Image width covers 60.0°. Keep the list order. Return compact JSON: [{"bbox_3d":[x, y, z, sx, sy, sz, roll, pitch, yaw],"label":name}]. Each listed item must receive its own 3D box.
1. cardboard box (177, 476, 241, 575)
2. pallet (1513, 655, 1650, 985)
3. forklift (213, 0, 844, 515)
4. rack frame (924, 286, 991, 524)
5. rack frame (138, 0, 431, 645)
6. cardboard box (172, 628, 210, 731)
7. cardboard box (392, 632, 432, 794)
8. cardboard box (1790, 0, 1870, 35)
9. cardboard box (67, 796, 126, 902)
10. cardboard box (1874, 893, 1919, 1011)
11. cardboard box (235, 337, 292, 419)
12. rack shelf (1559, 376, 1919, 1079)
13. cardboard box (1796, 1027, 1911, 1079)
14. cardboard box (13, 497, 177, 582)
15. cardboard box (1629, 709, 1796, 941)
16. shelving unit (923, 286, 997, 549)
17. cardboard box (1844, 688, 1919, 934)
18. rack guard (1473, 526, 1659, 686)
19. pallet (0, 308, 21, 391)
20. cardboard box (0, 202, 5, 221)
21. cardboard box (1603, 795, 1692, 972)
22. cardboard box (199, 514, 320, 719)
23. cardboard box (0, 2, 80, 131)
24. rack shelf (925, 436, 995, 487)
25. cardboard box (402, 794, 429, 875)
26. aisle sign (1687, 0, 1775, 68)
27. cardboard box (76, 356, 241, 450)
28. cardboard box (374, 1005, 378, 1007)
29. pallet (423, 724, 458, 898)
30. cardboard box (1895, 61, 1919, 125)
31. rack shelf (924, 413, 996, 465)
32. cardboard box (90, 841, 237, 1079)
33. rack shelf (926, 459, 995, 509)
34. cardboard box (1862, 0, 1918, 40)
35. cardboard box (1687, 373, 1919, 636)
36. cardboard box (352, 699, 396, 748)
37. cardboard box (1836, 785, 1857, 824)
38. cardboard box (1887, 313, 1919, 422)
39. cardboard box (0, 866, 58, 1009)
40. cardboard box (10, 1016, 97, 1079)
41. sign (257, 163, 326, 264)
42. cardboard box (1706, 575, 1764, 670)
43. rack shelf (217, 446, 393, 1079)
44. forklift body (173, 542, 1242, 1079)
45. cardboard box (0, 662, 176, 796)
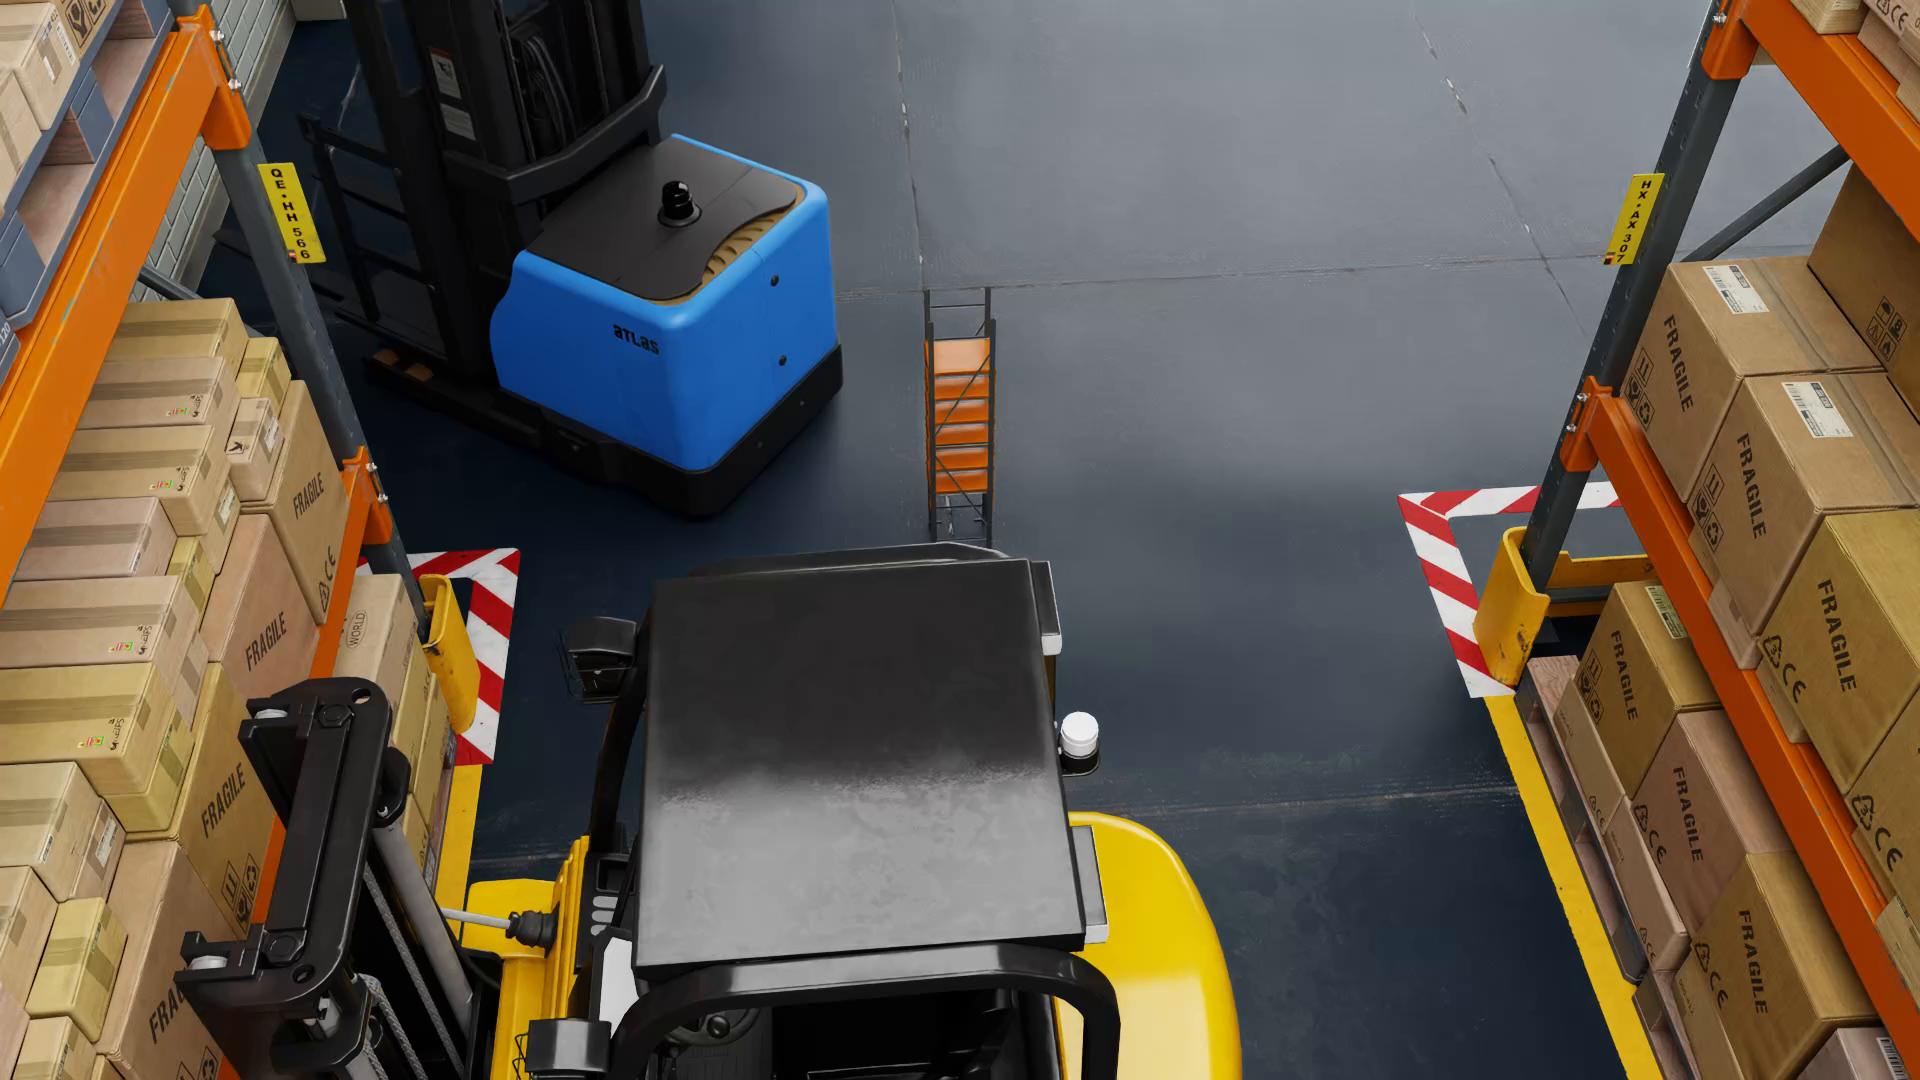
[{"bbox_3d":[-2.059,-0.041,4.207,0.380,0.149,0.250,-3,47,-3],"label":"cardboard box"},{"bbox_3d":[2.606,0.907,5.745,1.003,0.211,1.213,-3,47,-3],"label":"pallet"},{"bbox_3d":[-2.039,-1.923,6.552,3.031,2.935,1.130,24,51,21],"label":"forklift"},{"bbox_3d":[-0.009,-0.489,6.387,0.240,1.200,0.006,-3,47,-3],"label":"rack frame"},{"bbox_3d":[-2.379,-0.392,5.055,1.000,3.000,0.127,-3,47,-3],"label":"rack frame"},{"bbox_3d":[-1.981,0.329,3.857,0.380,0.149,0.250,-5,47,-5],"label":"cardboard box"},{"bbox_3d":[-2.027,0.570,5.404,0.500,0.250,0.500,-4,47,-4],"label":"cardboard box"},{"bbox_3d":[2.271,-1.382,4.100,0.380,0.149,0.250,-3,47,-3],"label":"cardboard box"},{"bbox_3d":[-2.008,0.697,3.508,0.380,0.149,0.250,-4,47,-4],"label":"cardboard box"},{"bbox_3d":[2.433,0.964,3.944,0.380,0.149,0.250,-3,47,-3],"label":"cardboard box"},{"bbox_3d":[-2.071,-0.416,4.562,0.380,0.149,0.250,-3,47,-3],"label":"cardboard box"},{"bbox_3d":[2.734,0.998,4.235,1.077,0.370,4.000,-3,47,-3],"label":"rack shelf"},{"bbox_3d":[2.496,1.592,4.264,0.500,0.500,0.500,-1,47,-1],"label":"cardboard box"},{"bbox_3d":[-2.092,0.043,3.923,0.380,0.149,0.250,-3,47,-3],"label":"cardboard box"},{"bbox_3d":[2.409,0.842,4.974,0.500,0.500,0.500,-5,47,-5],"label":"cardboard box"},{"bbox_3d":[-0.001,-0.423,6.324,0.258,1.200,0.189,-3,47,-3],"label":"shelving unit"},{"bbox_3d":[2.471,0.637,3.807,0.500,0.500,0.500,-4,47,-4],"label":"cardboard box"},{"bbox_3d":[2.573,0.218,6.199,1.175,0.500,0.348,-3,47,-3],"label":"rack guard"},{"bbox_3d":[-2.241,0.005,2.675,1.003,0.211,1.213,-3,47,-3],"label":"pallet"},{"bbox_3d":[-2.113,-0.584,2.744,0.700,0.500,0.500,-3,47,-3],"label":"cardboard box"},{"bbox_3d":[2.394,1.075,5.271,0.500,0.250,0.500,-2,47,-2],"label":"cardboard box"},{"bbox_3d":[-2.042,0.289,4.341,0.500,0.500,0.500,-2,47,-2],"label":"cardboard box"},{"bbox_3d":[-2.007,-0.935,3.319,0.380,0.149,0.250,-5,47,-4],"label":"cardboard box"},{"bbox_3d":[-0.001,-0.310,6.444,0.258,0.103,0.180,-3,47,-3],"label":"rack shelf"},{"bbox_3d":[-1.993,1.090,5.256,0.500,0.250,0.500,-3,47,-3],"label":"cardboard box"},{"bbox_3d":[2.252,-1.616,4.424,0.394,0.787,0.004,-3,47,-3],"label":"aisle sign"},{"bbox_3d":[-2.088,-0.329,4.275,0.380,0.149,0.250,-3,47,-3],"label":"cardboard box"},{"bbox_3d":[-1.932,1.306,4.707,0.500,0.250,0.500,-4,47,-4],"label":"cardboard box"},{"bbox_3d":[-2.274,1.117,5.546,1.003,0.211,1.213,-3,47,-3],"label":"pallet"},{"bbox_3d":[2.370,-1.004,3.742,0.380,0.149,0.250,-2,47,-2],"label":"cardboard box"},{"bbox_3d":[-0.001,-0.392,6.357,0.258,0.103,0.180,-3,47,-3],"label":"rack shelf"},{"bbox_3d":[-1.946,1.023,3.646,0.500,0.500,0.500,-3,47,-3],"label":"cardboard box"},{"bbox_3d":[-0.001,-0.227,6.531,0.258,0.103,0.180,-3,47,-3],"label":"rack shelf"},{"bbox_3d":[2.343,-1.399,3.841,0.500,0.250,0.500,-4,47,-4],"label":"cardboard box"},{"bbox_3d":[2.376,-0.099,4.504,0.500,0.500,0.500,-2,47,-2],"label":"cardboard box"},{"bbox_3d":[-1.981,0.748,4.891,0.500,0.250,0.500,-3,47,-3],"label":"cardboard box"},{"bbox_3d":[2.478,0.586,4.302,0.380,0.149,0.250,-2,47,-2],"label":"cardboard box"},{"bbox_3d":[2.862,-0.454,4.152,0.700,0.500,0.500,-3,47,-3],"label":"cardboard box"},{"bbox_3d":[-2.001,0.787,3.218,0.380,0.149,0.250,-3,47,-3],"label":"cardboard box"},{"bbox_3d":[-1.888,1.070,3.155,0.380,0.149,0.250,-5,47,-5],"label":"cardboard box"},{"bbox_3d":[-1.838,-0.895,4.571,0.100,0.325,0.005,-3,47,-3],"label":"sign"},{"bbox_3d":[2.341,0.213,4.655,0.380,0.149,0.250,-3,47,-3],"label":"cardboard box"},{"bbox_3d":[-2.212,1.302,3.946,1.077,0.370,4.000,-3,47,-3],"label":"rack shelf"},{"bbox_3d":[-0.403,1.161,4.169,2.313,2.155,1.214,-3,47,-3],"label":"forklift body"},{"bbox_3d":[-1.933,0.412,3.574,0.380,0.149,0.250,-3,47,-3],"label":"cardboard box"}]
